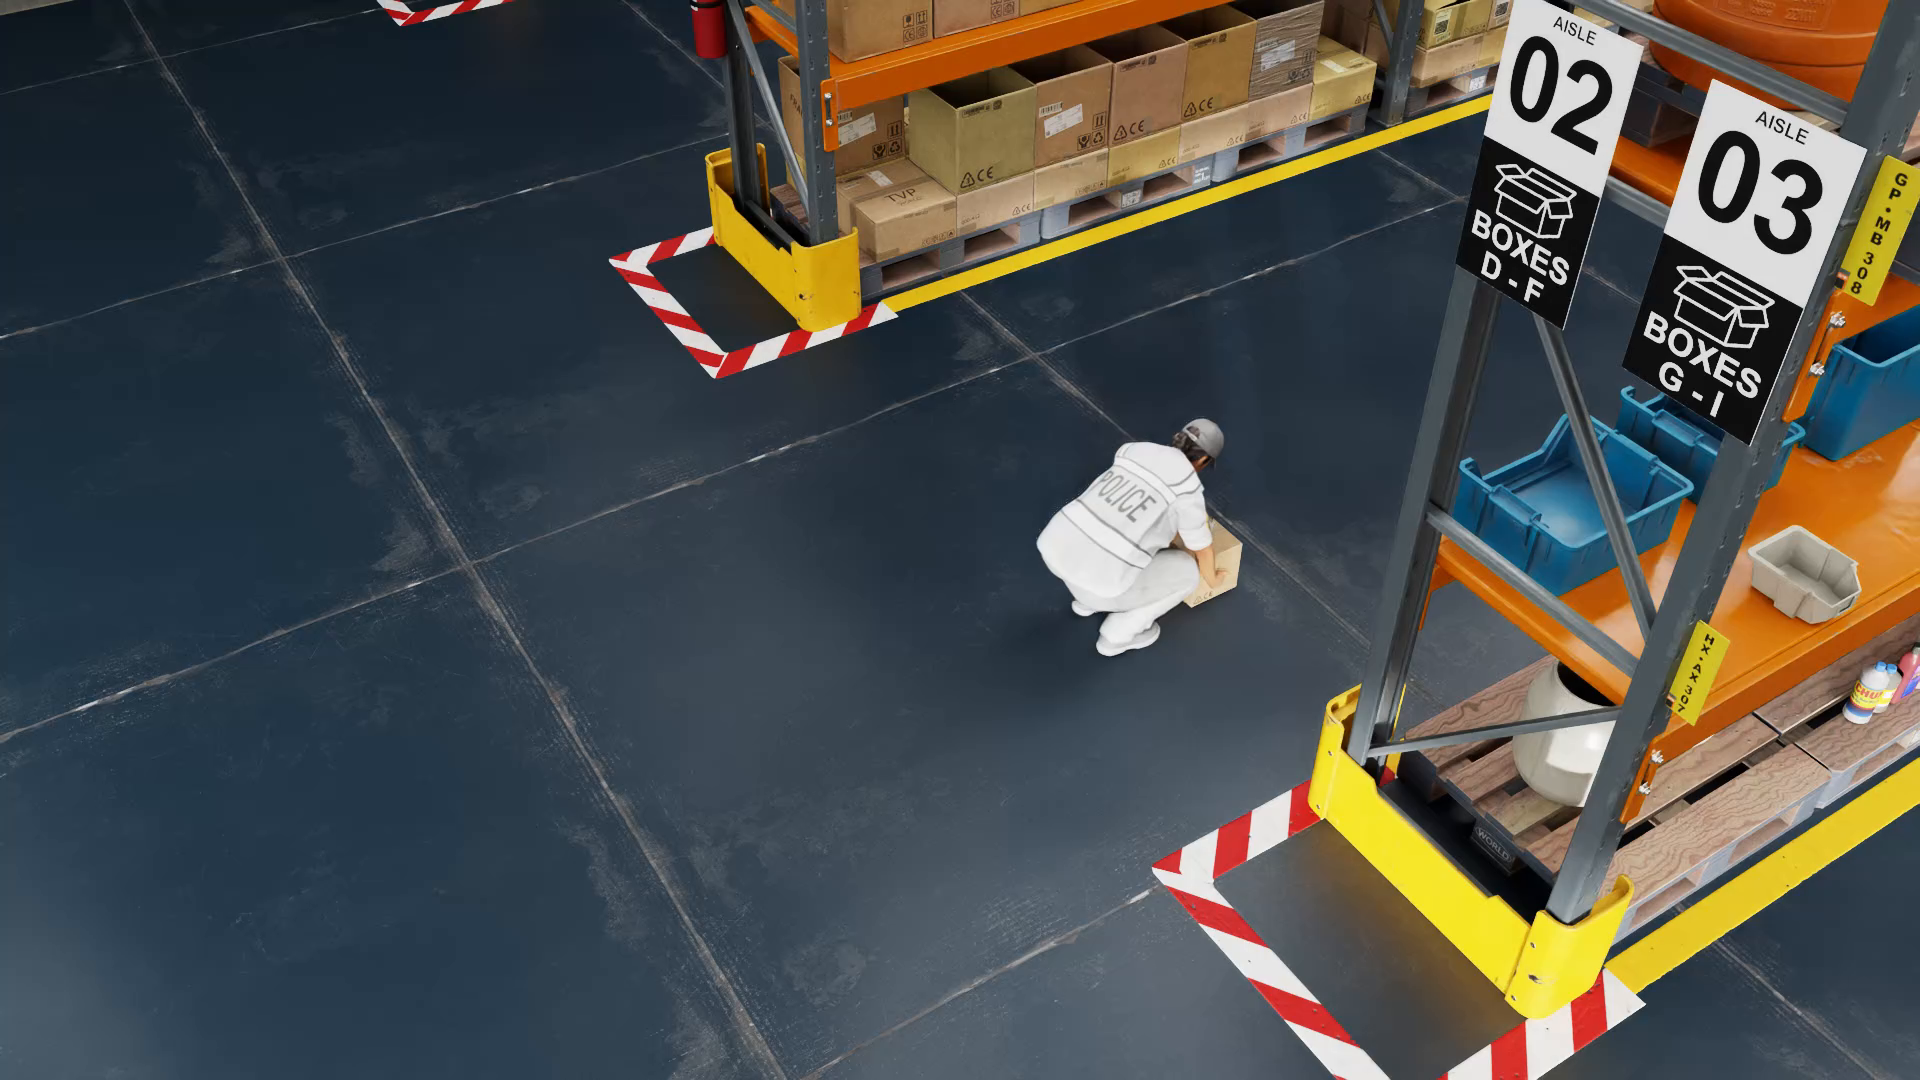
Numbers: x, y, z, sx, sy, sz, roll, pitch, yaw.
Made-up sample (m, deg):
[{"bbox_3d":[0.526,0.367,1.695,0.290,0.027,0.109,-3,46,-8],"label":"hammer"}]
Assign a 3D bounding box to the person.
[{"bbox_3d":[0.729,-0.011,6.808,0.865,0.837,0.520,-23,46,-24],"label":"person"}]
